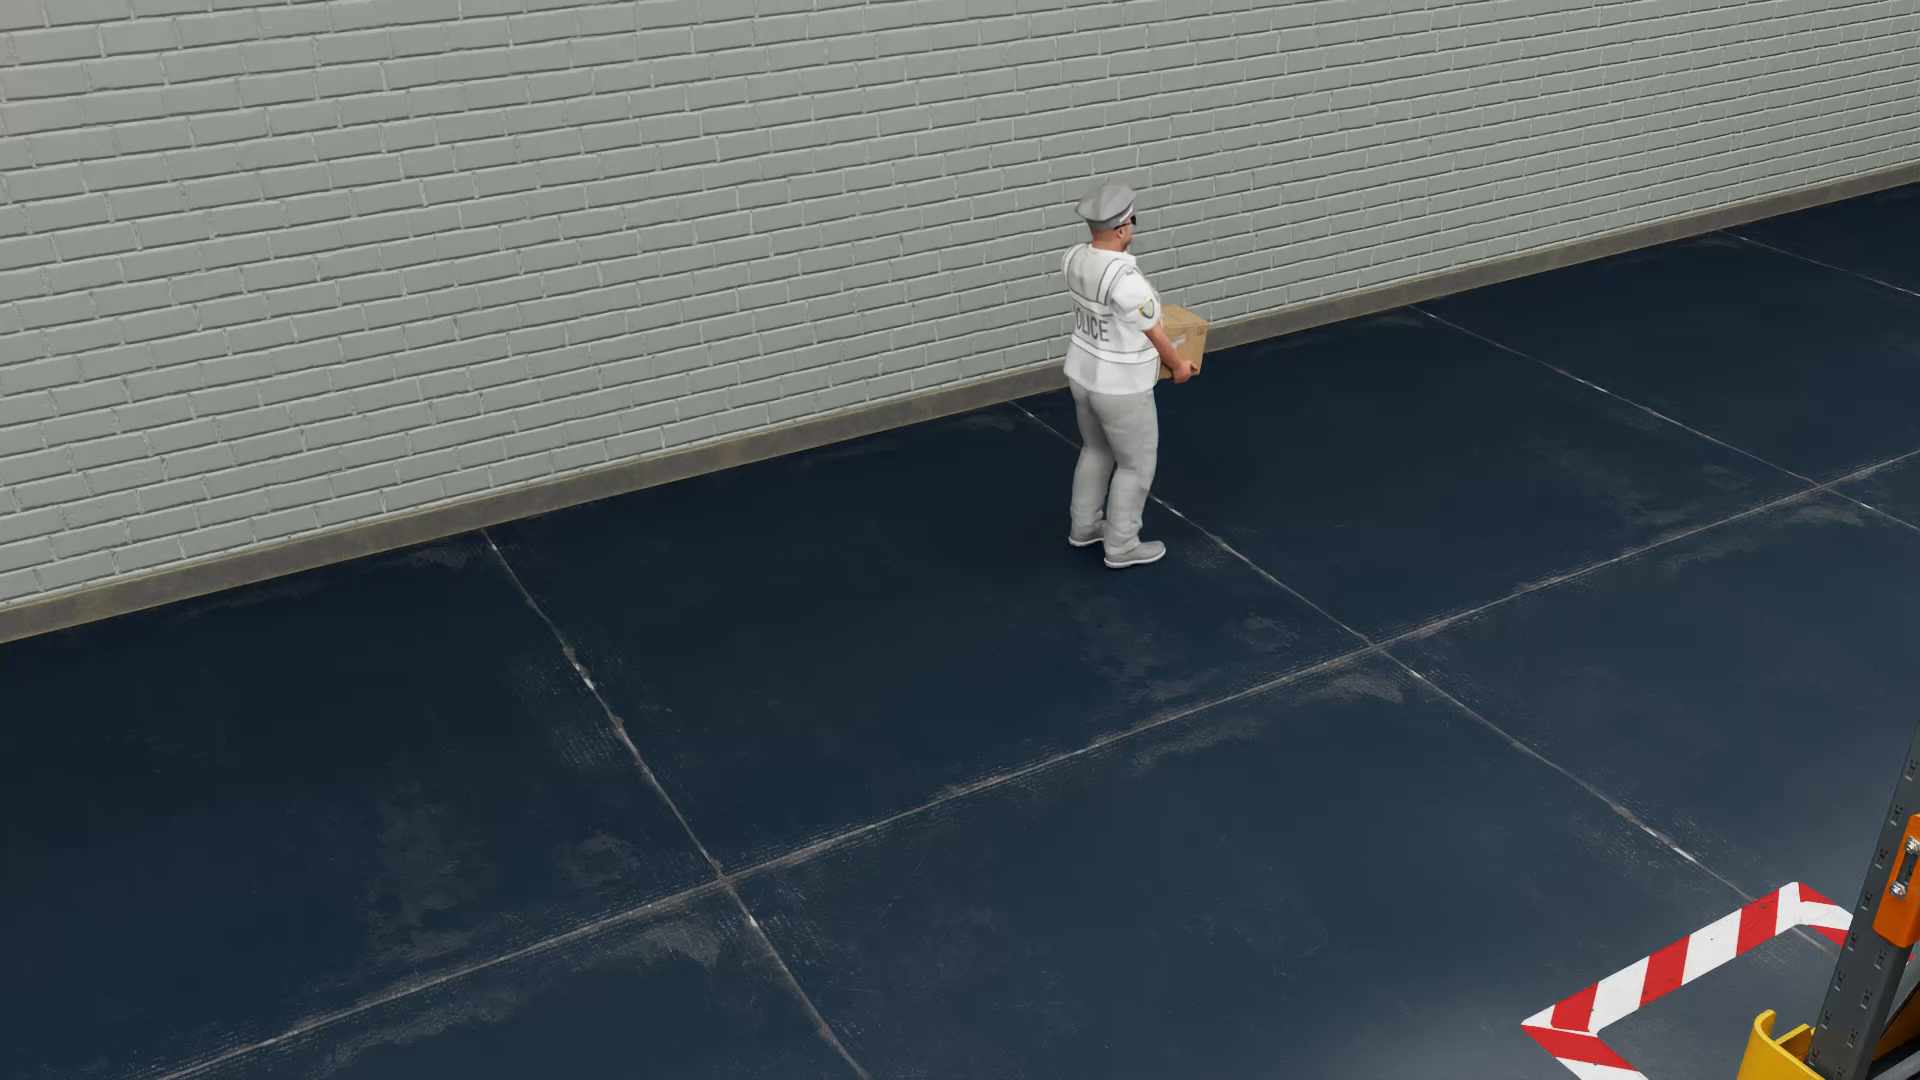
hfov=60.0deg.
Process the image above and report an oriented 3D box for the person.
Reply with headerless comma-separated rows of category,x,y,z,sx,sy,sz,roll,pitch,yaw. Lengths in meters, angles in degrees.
person,0.749,-0.737,7.443,0.557,1.769,0.494,-15,32,-26
